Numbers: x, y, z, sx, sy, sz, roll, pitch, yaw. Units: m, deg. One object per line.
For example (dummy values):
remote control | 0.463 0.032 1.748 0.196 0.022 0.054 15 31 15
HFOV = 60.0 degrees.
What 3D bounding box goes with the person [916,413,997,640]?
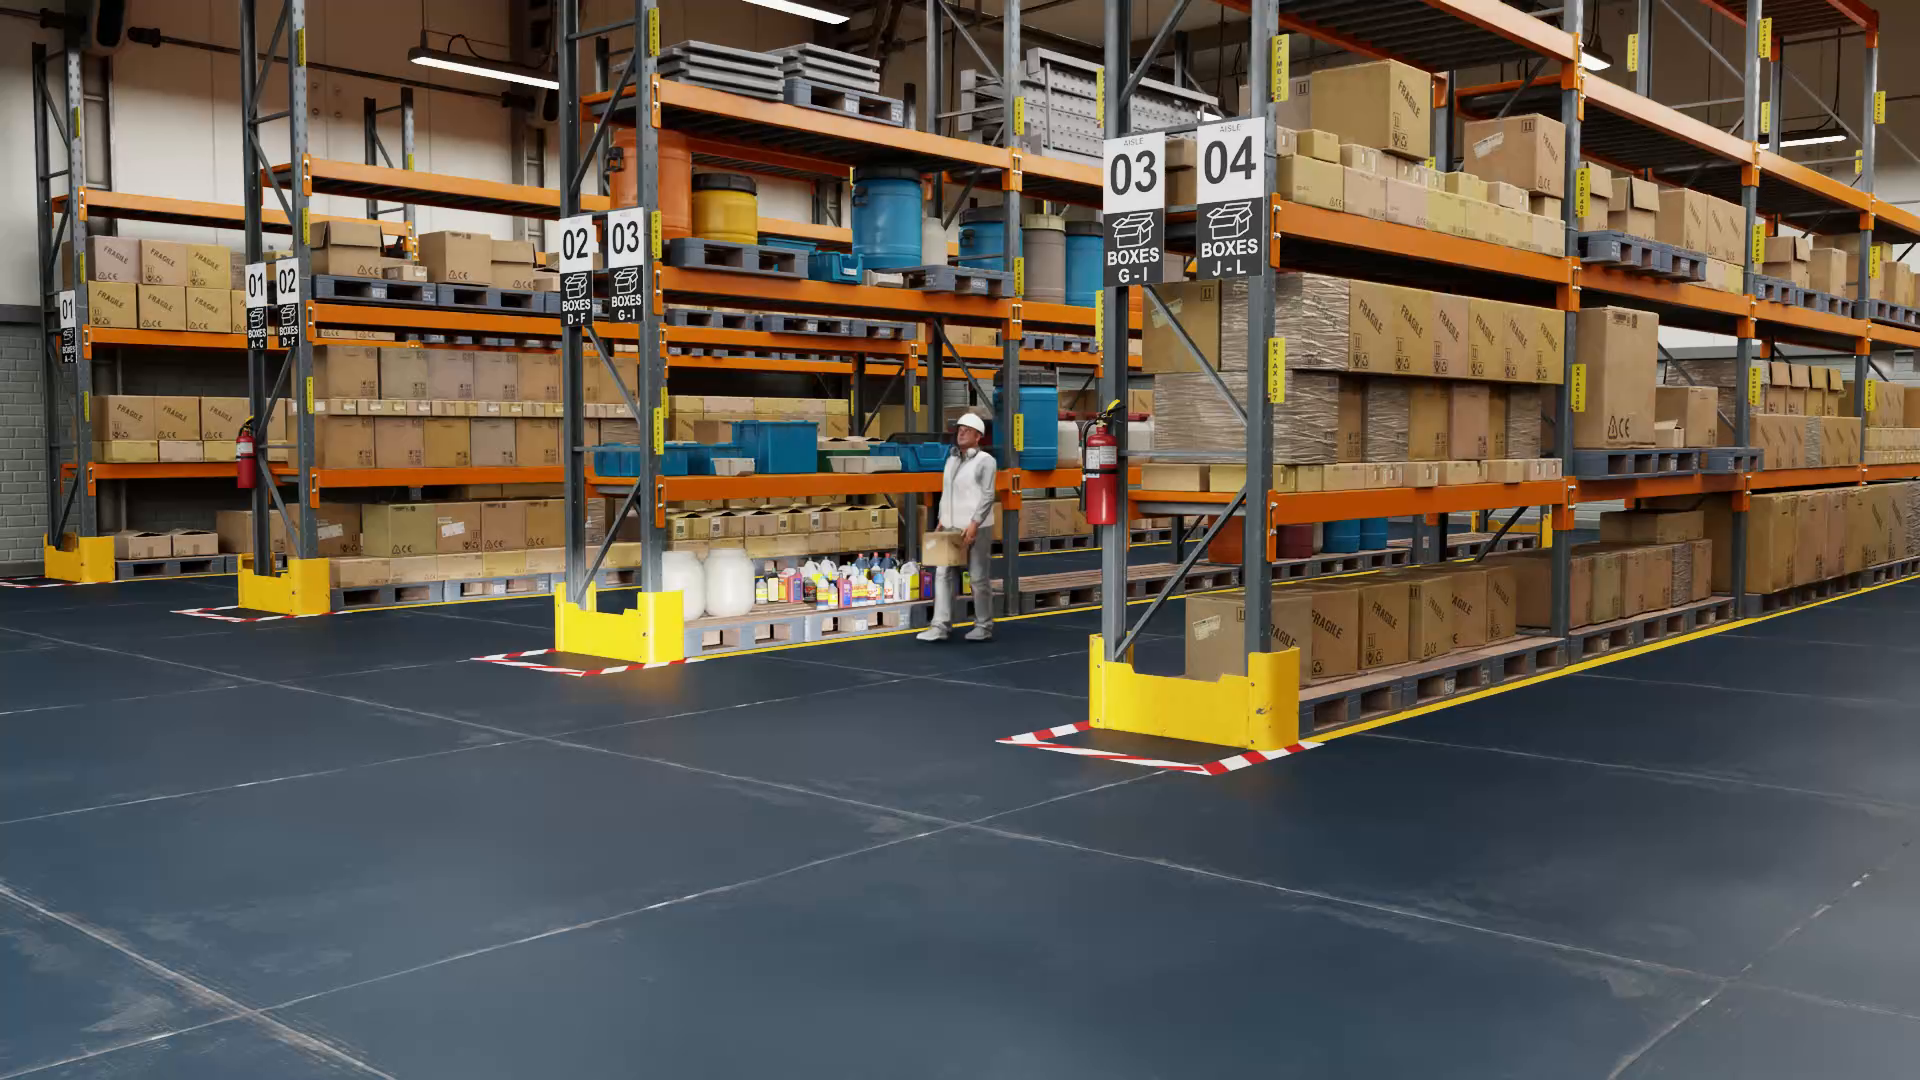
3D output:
person | 0.016 -0.097 12.886 0.540 1.766 0.646 3 5 41
